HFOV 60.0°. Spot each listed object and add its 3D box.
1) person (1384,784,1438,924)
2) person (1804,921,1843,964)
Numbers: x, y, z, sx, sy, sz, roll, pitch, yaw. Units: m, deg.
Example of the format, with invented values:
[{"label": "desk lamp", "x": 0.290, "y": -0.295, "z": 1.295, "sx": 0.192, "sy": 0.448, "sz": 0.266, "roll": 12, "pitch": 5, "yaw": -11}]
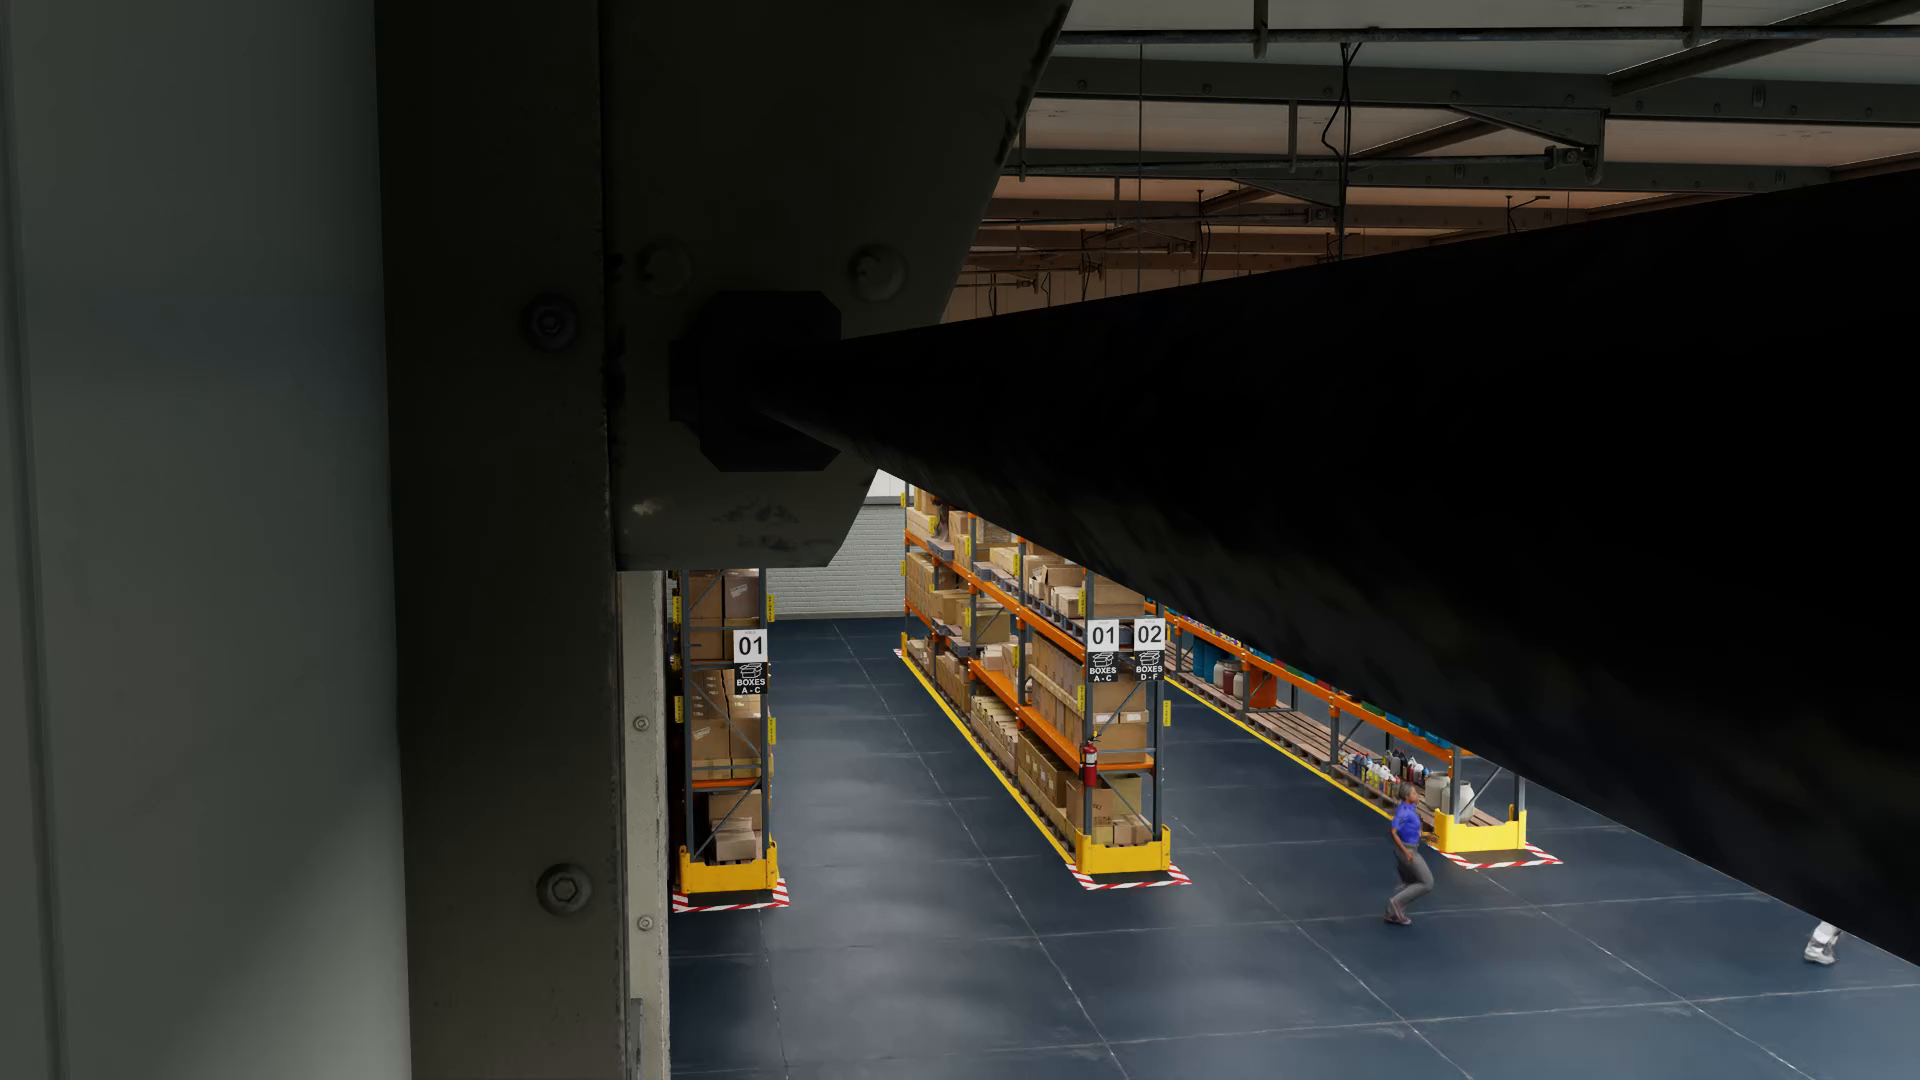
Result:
[{"label": "person", "x": 5.135, "y": 3.565, "z": 18.869, "sx": 0.568, "sy": 1.613, "sz": 0.560, "roll": 1, "pitch": 6, "yaw": 9}, {"label": "person", "x": 9.324, "y": 3.628, "z": 17.571, "sx": 0.652, "sy": 1.754, "sz": 0.635, "roll": 2, "pitch": 6, "yaw": 19}]
